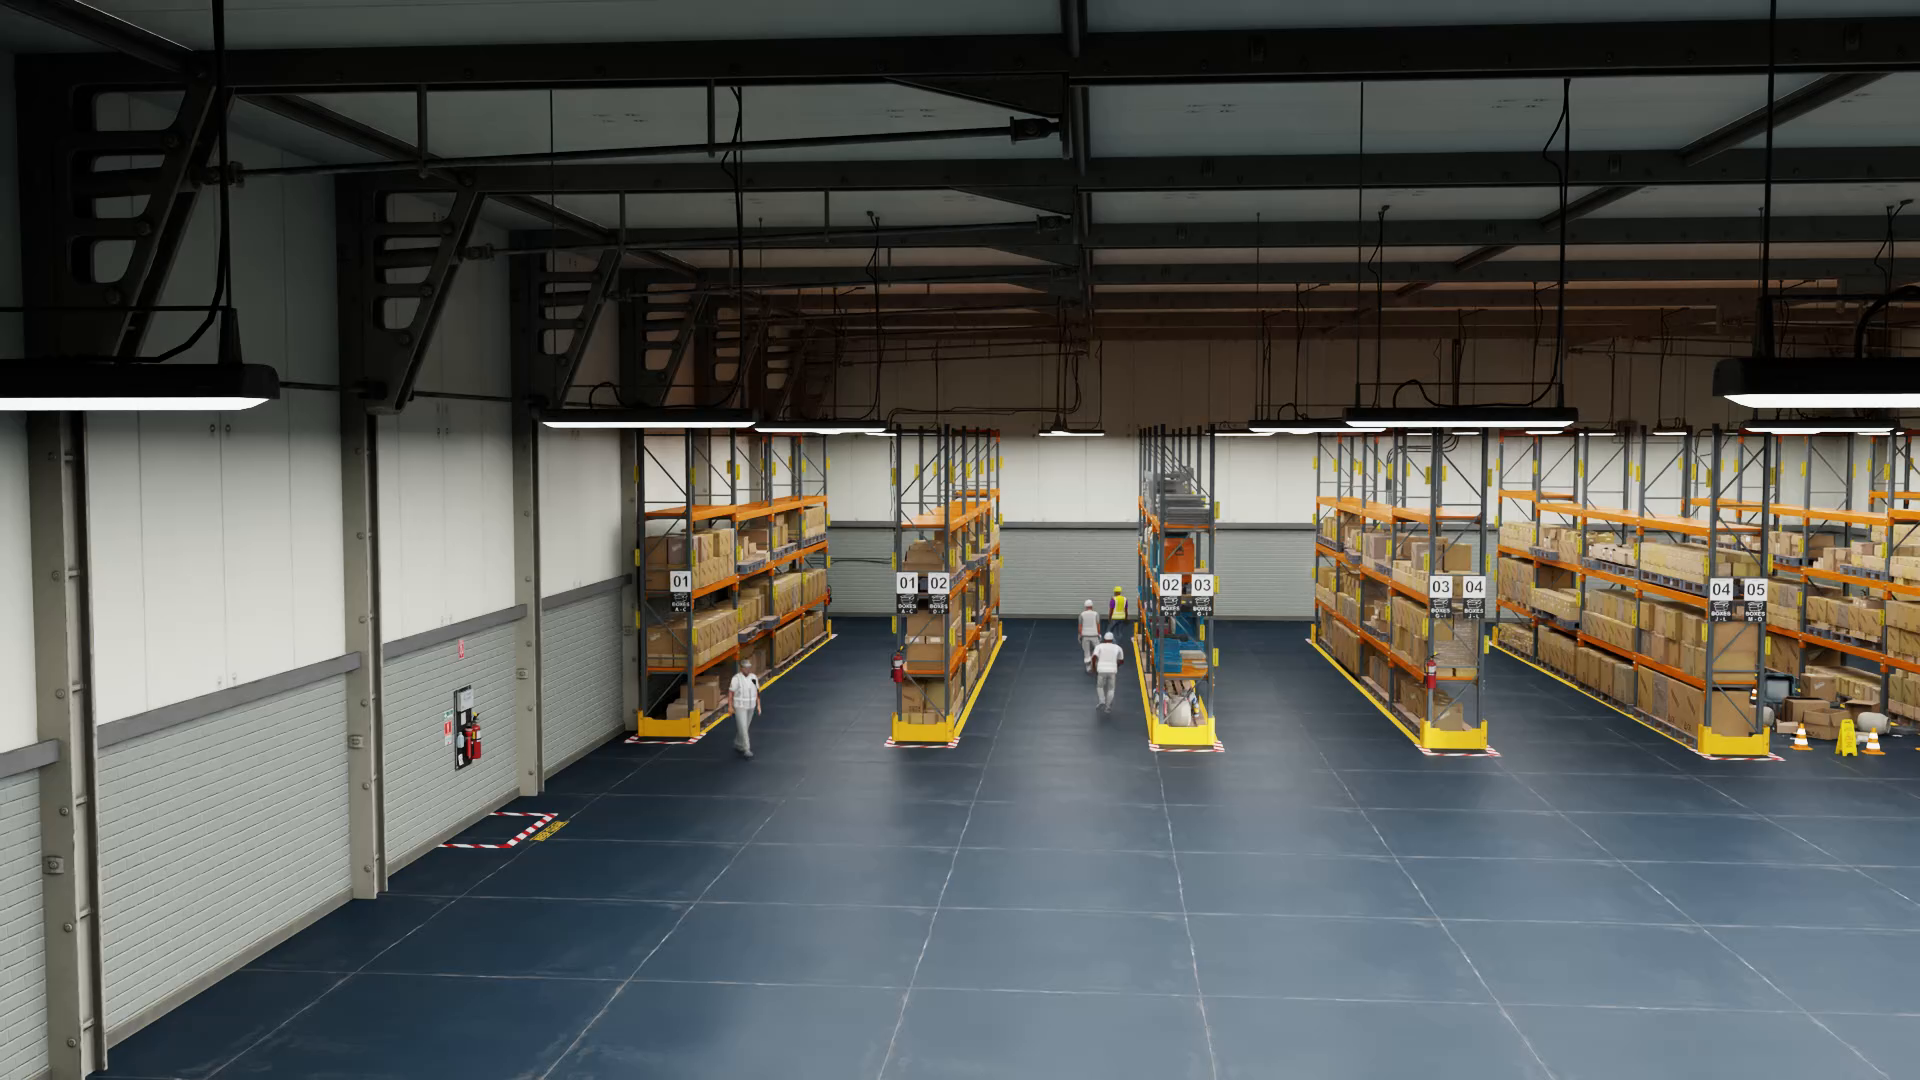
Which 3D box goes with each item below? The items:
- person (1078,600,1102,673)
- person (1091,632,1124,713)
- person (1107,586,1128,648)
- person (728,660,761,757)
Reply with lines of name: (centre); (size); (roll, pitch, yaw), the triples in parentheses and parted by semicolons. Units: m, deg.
person: (3.175, 2.360, 40.672); (0.575, 1.790, 0.530); (0, 3, 5)
person: (3.095, 2.771, 34.967); (0.688, 1.661, 0.772); (0, 3, 6)
person: (4.223, 2.127, 44.676); (0.612, 1.774, 0.398); (-2, 4, -27)
person: (-3.870, 3.012, 30.093); (0.568, 1.701, 0.990); (-3, 5, -43)
